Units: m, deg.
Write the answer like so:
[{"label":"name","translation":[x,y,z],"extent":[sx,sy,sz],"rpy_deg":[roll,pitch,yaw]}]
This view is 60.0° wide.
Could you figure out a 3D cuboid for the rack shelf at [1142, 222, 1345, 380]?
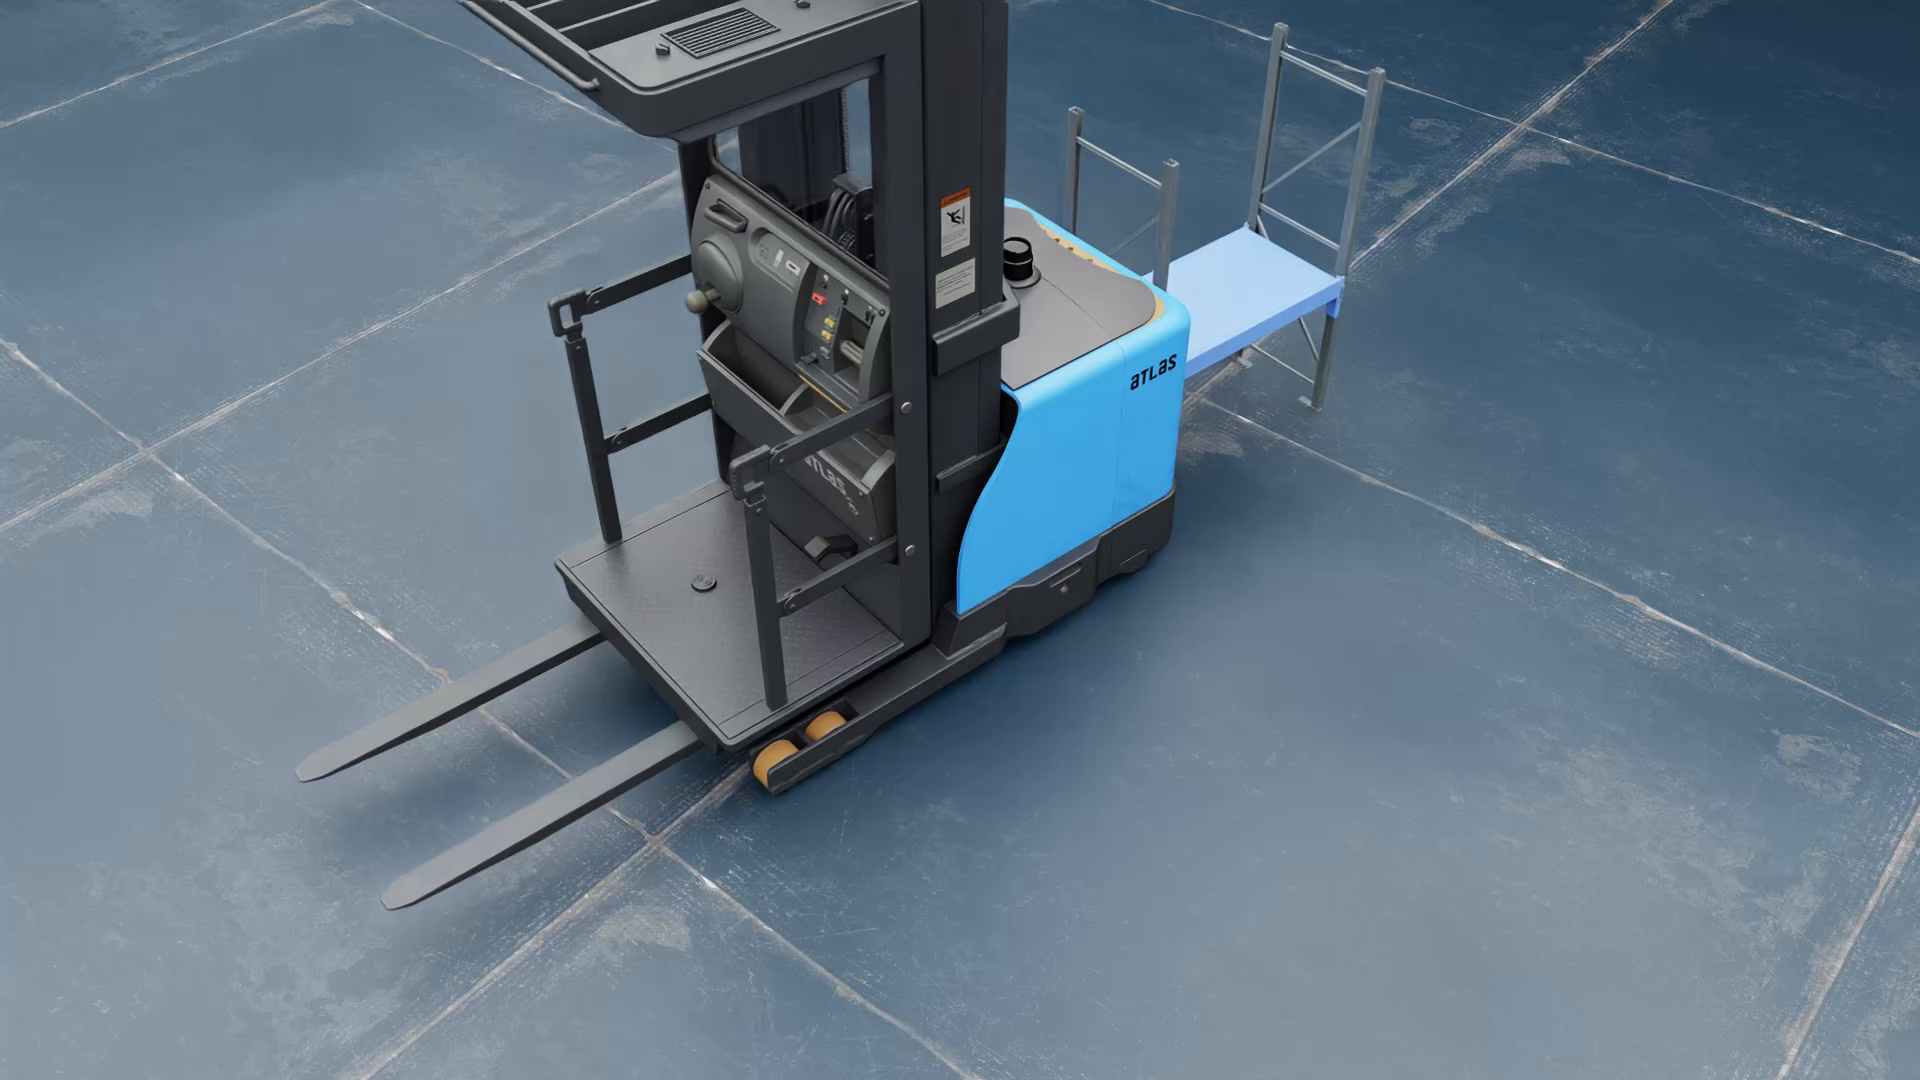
[{"label":"rack shelf","translation":[0.929,-0.863,6.352],"extent":[1.000,0.185,0.538],"rpy_deg":[-29,50,-28]}]

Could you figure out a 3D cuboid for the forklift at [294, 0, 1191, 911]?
[{"label":"forklift","translation":[-0.676,-0.679,4.818],"extent":[3.031,2.935,1.130],"rpy_deg":[-29,50,-28]}]

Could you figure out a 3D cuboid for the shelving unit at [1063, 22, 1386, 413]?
[{"label":"shelving unit","translation":[0.929,-0.996,6.231],"extent":[1.048,1.500,0.538],"rpy_deg":[-29,50,-28]}]

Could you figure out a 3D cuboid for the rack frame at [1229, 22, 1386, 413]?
[{"label":"rack frame","translation":[1.322,-1.213,6.469],"extent":[0.032,1.500,0.500],"rpy_deg":[-29,50,-28]}]

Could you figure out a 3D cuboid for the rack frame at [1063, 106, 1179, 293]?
[{"label":"rack frame","translation":[0.536,-0.779,5.992],"extent":[0.032,1.500,0.500],"rpy_deg":[-29,50,-28]}]
